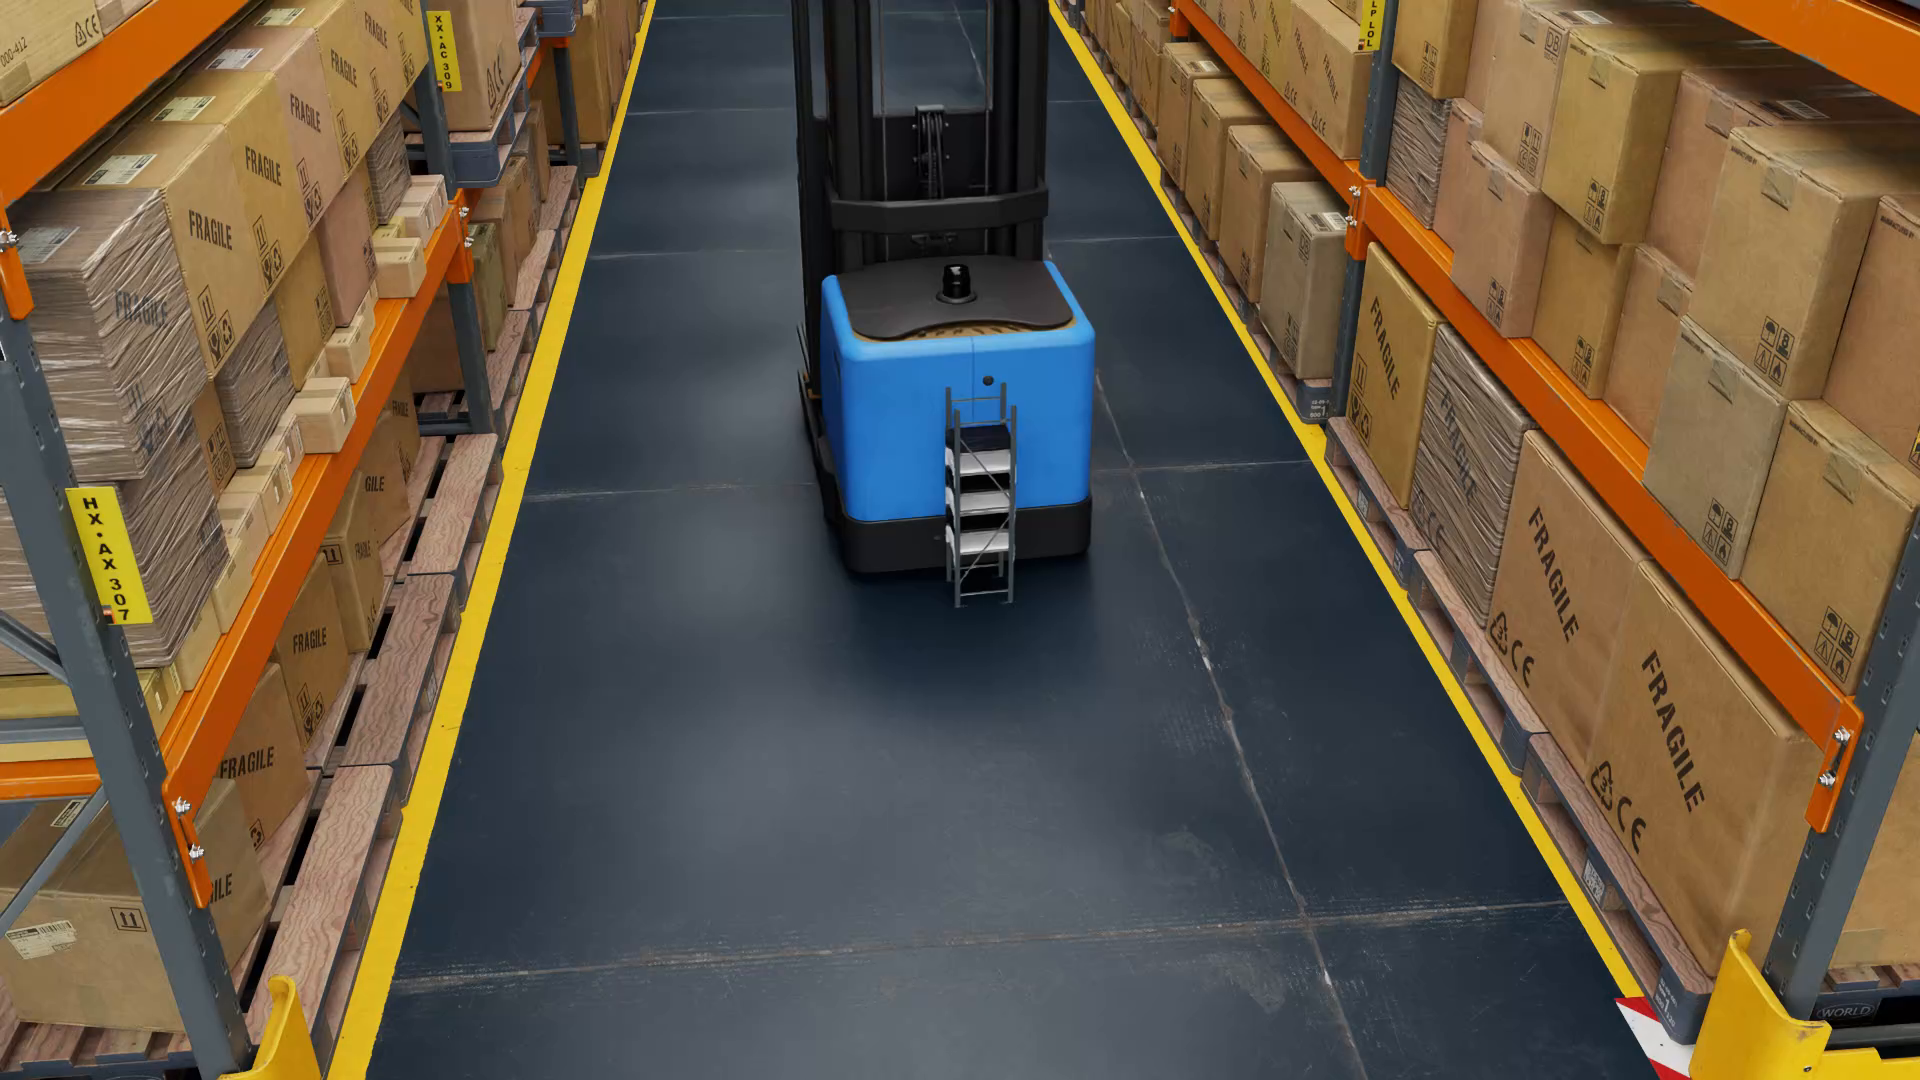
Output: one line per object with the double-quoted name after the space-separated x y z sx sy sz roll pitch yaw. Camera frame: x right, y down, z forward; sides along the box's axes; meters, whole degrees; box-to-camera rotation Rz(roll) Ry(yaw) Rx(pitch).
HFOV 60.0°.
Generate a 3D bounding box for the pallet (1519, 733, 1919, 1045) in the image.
2.503 1.040 5.303 1.003 0.211 1.213 -3 31 -5 "pallet"

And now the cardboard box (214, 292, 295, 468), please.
-2.486 -0.526 4.818 0.875 0.500 0.500 -3 31 -5 "cardboard box"

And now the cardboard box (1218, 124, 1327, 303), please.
2.048 -1.815 9.147 1.050 0.750 0.750 -3 31 -5 "cardboard box"

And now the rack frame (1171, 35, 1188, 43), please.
1.908 -3.837 10.749 1.000 3.000 0.127 -3 31 -5 "rack frame"

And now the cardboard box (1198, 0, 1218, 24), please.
1.732 -3.378 9.883 0.500 0.500 0.500 -3 31 -5 "cardboard box"

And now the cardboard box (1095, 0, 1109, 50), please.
1.391 -4.326 13.596 0.500 0.500 0.500 -1 31 -2 "cardboard box"

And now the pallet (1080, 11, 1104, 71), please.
1.609 -4.285 14.218 1.003 0.211 1.213 -3 31 -5 "pallet"

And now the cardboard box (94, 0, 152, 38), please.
-2.134 -1.311 3.742 0.500 0.250 0.500 -3 31 -6 "cardboard box"

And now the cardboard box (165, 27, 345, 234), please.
-2.213 -1.226 5.015 0.500 0.500 0.500 -3 31 -5 "cardboard box"

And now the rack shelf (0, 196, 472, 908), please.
-2.479 -0.279 5.493 1.077 0.370 4.000 -3 31 -5 "rack shelf"

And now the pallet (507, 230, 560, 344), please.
-2.857 -1.433 9.444 1.003 0.211 1.213 -3 31 -5 "pallet"

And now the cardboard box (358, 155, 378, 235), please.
-2.673 -1.290 6.097 0.875 0.500 0.500 -3 31 -5 "cardboard box"

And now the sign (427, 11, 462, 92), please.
-2.126 -2.010 6.846 0.100 0.325 0.005 -3 31 -5 "sign"

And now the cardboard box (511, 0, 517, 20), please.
-2.615 -2.935 8.960 0.396 0.266 0.258 -4 31 -6 "cardboard box"

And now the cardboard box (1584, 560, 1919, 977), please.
2.527 0.636 4.922 0.875 0.875 0.875 -3 31 -4 "cardboard box"

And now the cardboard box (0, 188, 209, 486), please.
-2.072 -0.460 3.733 0.500 0.500 0.500 -3 31 -5 "cardboard box"

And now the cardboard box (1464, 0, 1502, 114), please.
2.450 -1.858 6.236 0.875 0.550 0.550 -3 31 -5 "cardboard box"

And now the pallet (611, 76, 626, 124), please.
-3.149 -3.481 12.873 1.003 0.211 1.213 -3 31 -5 "pallet"

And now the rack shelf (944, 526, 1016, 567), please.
0.081 0.013 6.766 0.258 0.077 0.200 -5 31 -9 "rack shelf"

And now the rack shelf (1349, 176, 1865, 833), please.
2.469 -0.465 5.805 1.077 0.370 4.000 -3 31 -5 "rack shelf"

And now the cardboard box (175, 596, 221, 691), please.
-2.085 0.256 4.142 0.380 0.149 0.250 -3 31 -5 "cardboard box"

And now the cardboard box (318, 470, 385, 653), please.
-2.471 0.095 6.193 0.500 0.500 0.500 -5 31 -9 "cardboard box"

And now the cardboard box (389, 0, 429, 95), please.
-2.350 -1.992 6.297 0.500 0.500 0.500 -3 31 -5 "cardboard box"

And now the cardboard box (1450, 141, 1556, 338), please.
2.336 -1.110 6.038 0.875 0.550 0.550 -3 31 -5 "cardboard box"

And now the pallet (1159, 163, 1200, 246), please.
1.907 -2.234 10.784 1.003 0.211 1.213 -3 31 -5 "pallet"

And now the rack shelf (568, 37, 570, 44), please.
-3.226 -4.363 12.331 1.077 0.370 4.000 -3 31 -5 "rack shelf"

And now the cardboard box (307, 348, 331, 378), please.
-2.280 -0.507 5.419 0.380 0.149 0.250 -3 31 -5 "cardboard box"

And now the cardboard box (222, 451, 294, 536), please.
-2.154 -0.127 4.783 0.380 0.149 0.250 -3 31 -5 "cardboard box"

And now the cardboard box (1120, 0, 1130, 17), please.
1.494 -4.120 12.520 0.500 0.250 0.500 -2 31 -3 "cardboard box"

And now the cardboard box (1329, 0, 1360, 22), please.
2.180 -2.783 7.911 0.700 0.500 0.500 -3 31 -5 "cardboard box"

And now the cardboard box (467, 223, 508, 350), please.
-2.727 -1.284 8.482 0.700 0.500 0.500 -3 31 -5 "cardboard box"

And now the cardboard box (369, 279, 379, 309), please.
-2.349 -0.890 6.061 0.380 0.149 0.250 -3 31 -5 "cardboard box"

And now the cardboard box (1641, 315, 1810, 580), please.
2.503 -0.284 4.654 0.875 0.550 0.550 -3 31 -5 "cardboard box"

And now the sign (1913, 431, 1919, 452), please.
2.114 -0.333 3.521 0.100 0.325 0.005 -3 31 -5 "sign"

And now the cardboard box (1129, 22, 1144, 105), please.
1.542 -3.533 12.268 0.500 0.500 0.500 -2 31 -3 "cardboard box"

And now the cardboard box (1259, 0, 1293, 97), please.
1.873 -2.607 8.593 0.500 0.500 0.500 -2 31 -4 "cardboard box"

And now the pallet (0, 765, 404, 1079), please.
-2.340 1.175 5.077 1.003 0.211 1.213 -3 31 -5 "pallet"

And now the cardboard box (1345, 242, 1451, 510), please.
2.271 -0.739 7.224 0.875 0.875 0.875 -2 31 -4 "cardboard box"

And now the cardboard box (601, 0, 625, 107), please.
-3.159 -3.728 12.229 1.225 0.875 0.875 -3 31 -4 "cardboard box"

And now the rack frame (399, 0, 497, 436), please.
-2.666 -1.609 7.018 1.000 3.000 0.127 -3 31 -5 "rack frame"

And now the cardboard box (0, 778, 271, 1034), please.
-2.334 1.007 4.668 0.500 0.500 0.500 3 31 5 "cardboard box"

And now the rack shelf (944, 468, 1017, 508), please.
0.081 -0.218 6.628 0.258 0.077 0.200 -5 31 -9 "rack shelf"

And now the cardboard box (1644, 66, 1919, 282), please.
2.600 -1.041 4.868 0.875 0.550 0.550 -3 31 -5 "cardboard box"

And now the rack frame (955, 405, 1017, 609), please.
0.098 -0.118 6.571 0.240 0.900 0.006 -5 31 -9 "rack frame"

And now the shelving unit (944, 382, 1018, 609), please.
0.081 -0.170 6.657 0.258 0.900 0.210 -5 31 -9 "shelving unit"

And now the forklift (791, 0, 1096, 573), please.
-0.208 -1.862 7.510 1.130 2.935 3.031 -5 31 -9 "forklift"

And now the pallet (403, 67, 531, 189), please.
-2.592 -1.924 7.732 1.003 0.211 1.213 -3 31 -5 "pallet"

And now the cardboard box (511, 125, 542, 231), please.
-2.892 -2.143 9.921 0.700 0.500 0.500 -5 31 -9 "cardboard box"

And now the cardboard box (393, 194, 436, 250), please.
-2.339 -1.277 6.708 0.380 0.149 0.250 -3 31 -5 "cardboard box"
